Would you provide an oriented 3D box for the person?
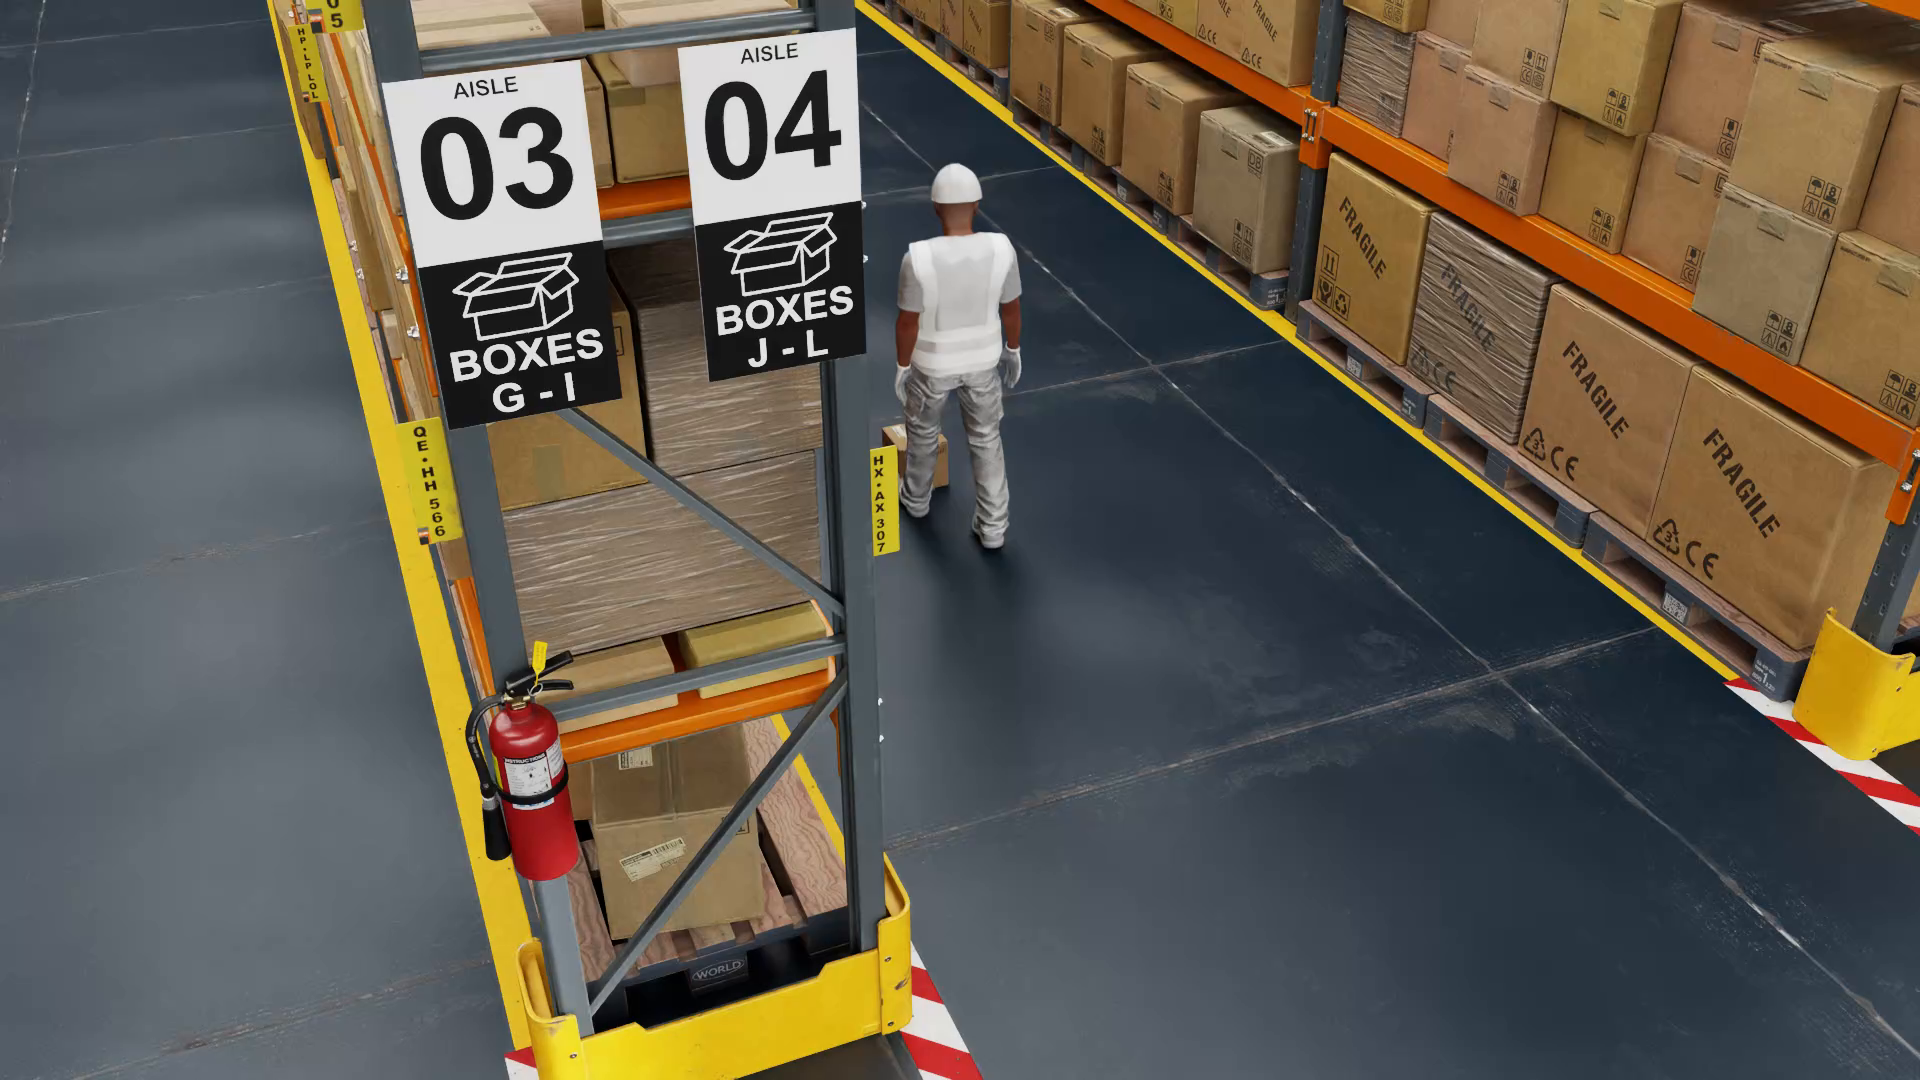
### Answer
[{"bbox_3d":[-0.039,-0.842,7.407,0.590,1.778,0.691,-9,34,-13],"label":"person"}]
